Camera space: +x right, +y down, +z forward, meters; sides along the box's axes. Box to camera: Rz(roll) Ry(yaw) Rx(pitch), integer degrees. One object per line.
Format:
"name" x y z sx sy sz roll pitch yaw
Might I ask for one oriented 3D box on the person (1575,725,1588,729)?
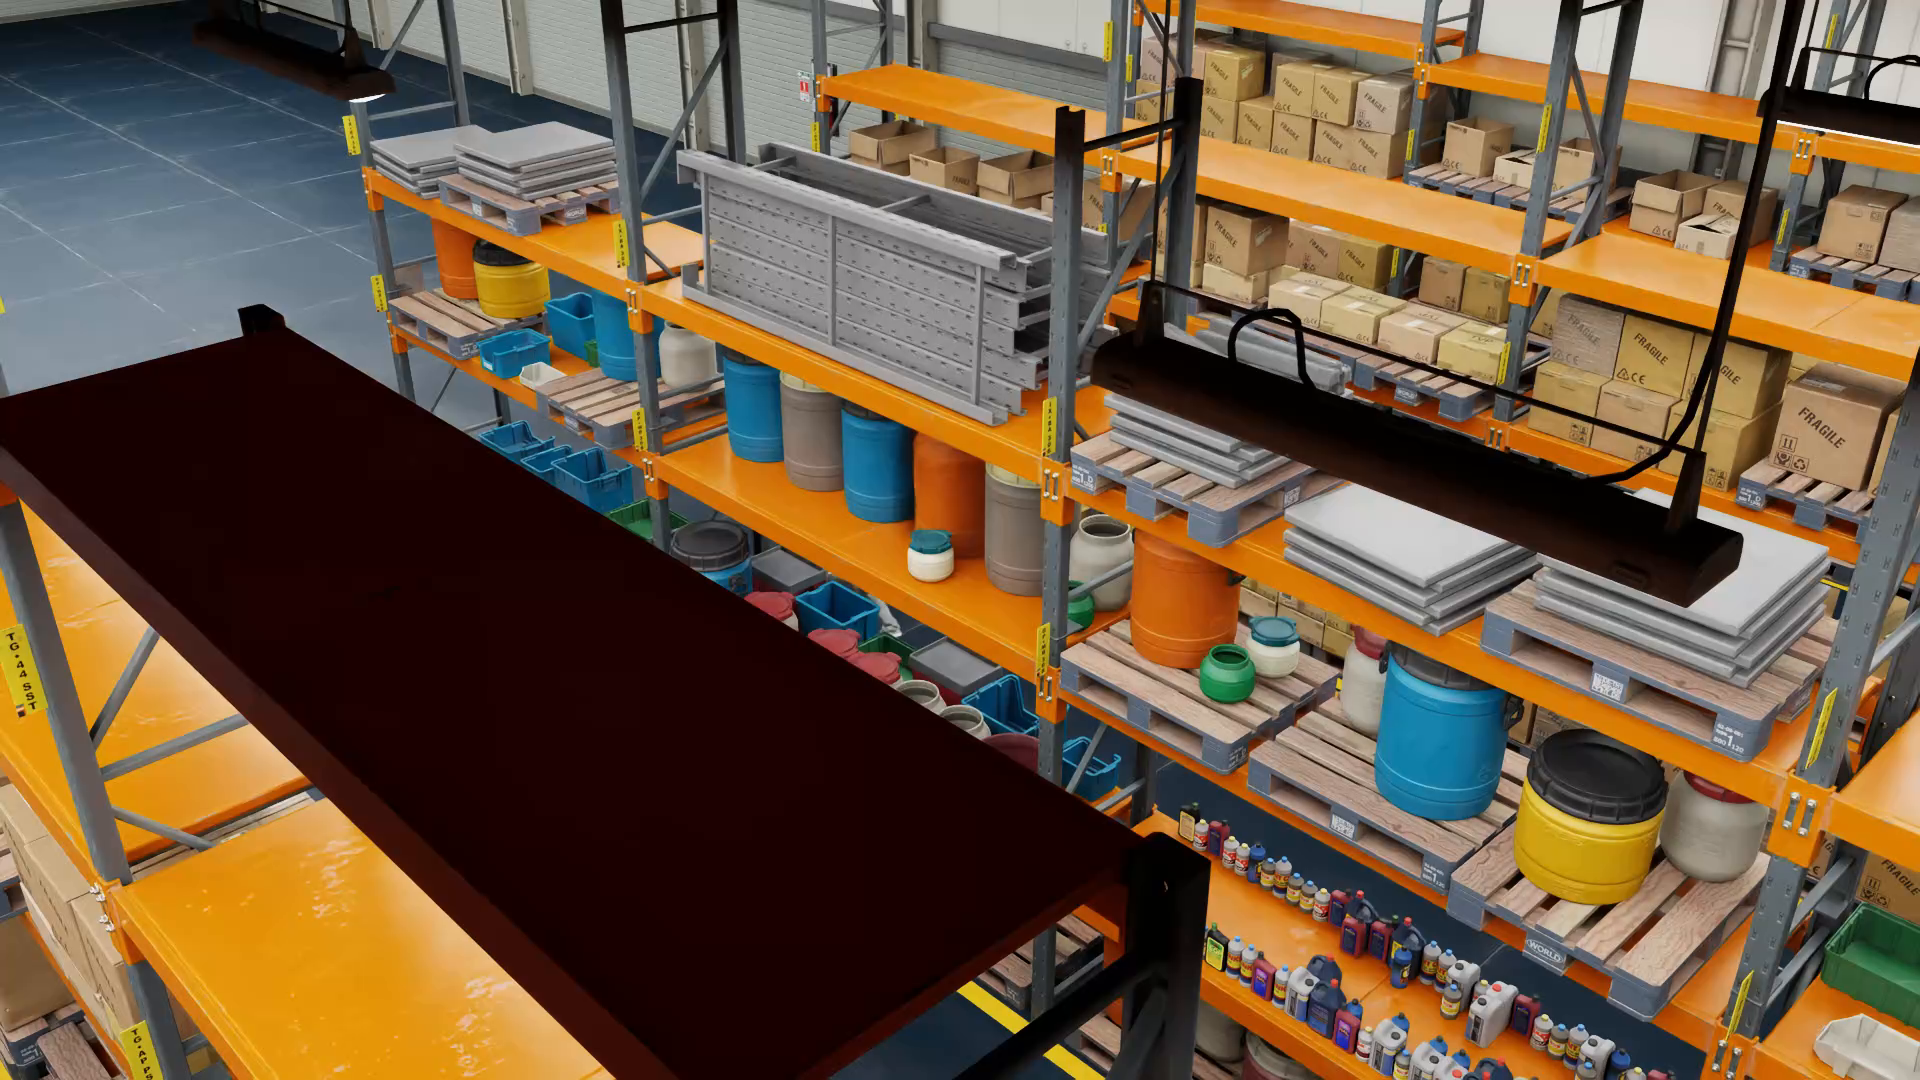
"person" 4.177 1.977 11.343 0.480 1.587 0.977 -25 37 -38

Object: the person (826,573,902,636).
"person" -0.860 0.184 14.429 0.731 1.509 0.507 13 31 23
